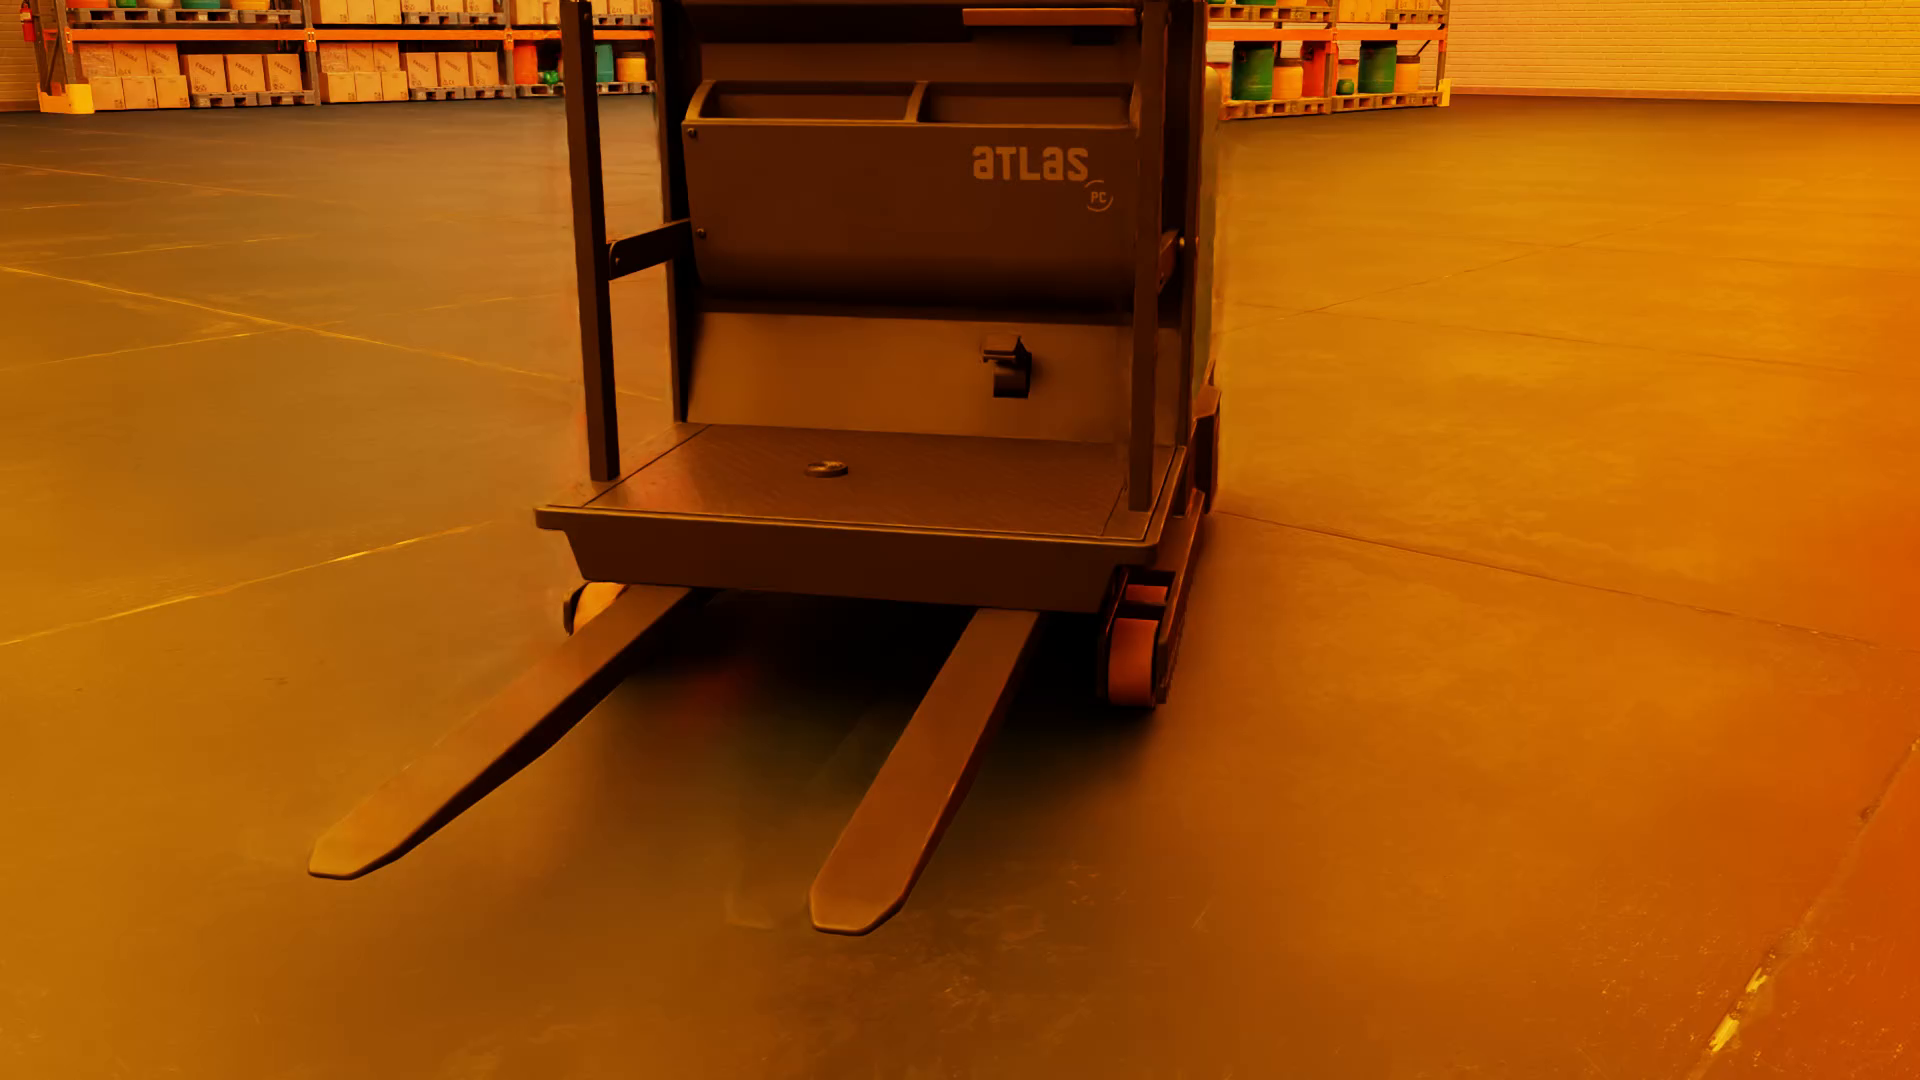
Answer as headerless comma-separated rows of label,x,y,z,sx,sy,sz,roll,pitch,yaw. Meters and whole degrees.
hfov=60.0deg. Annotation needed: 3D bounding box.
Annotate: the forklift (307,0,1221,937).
forklift,-0.119,-1.218,2.908,1.130,2.935,3.031,3,17,11
